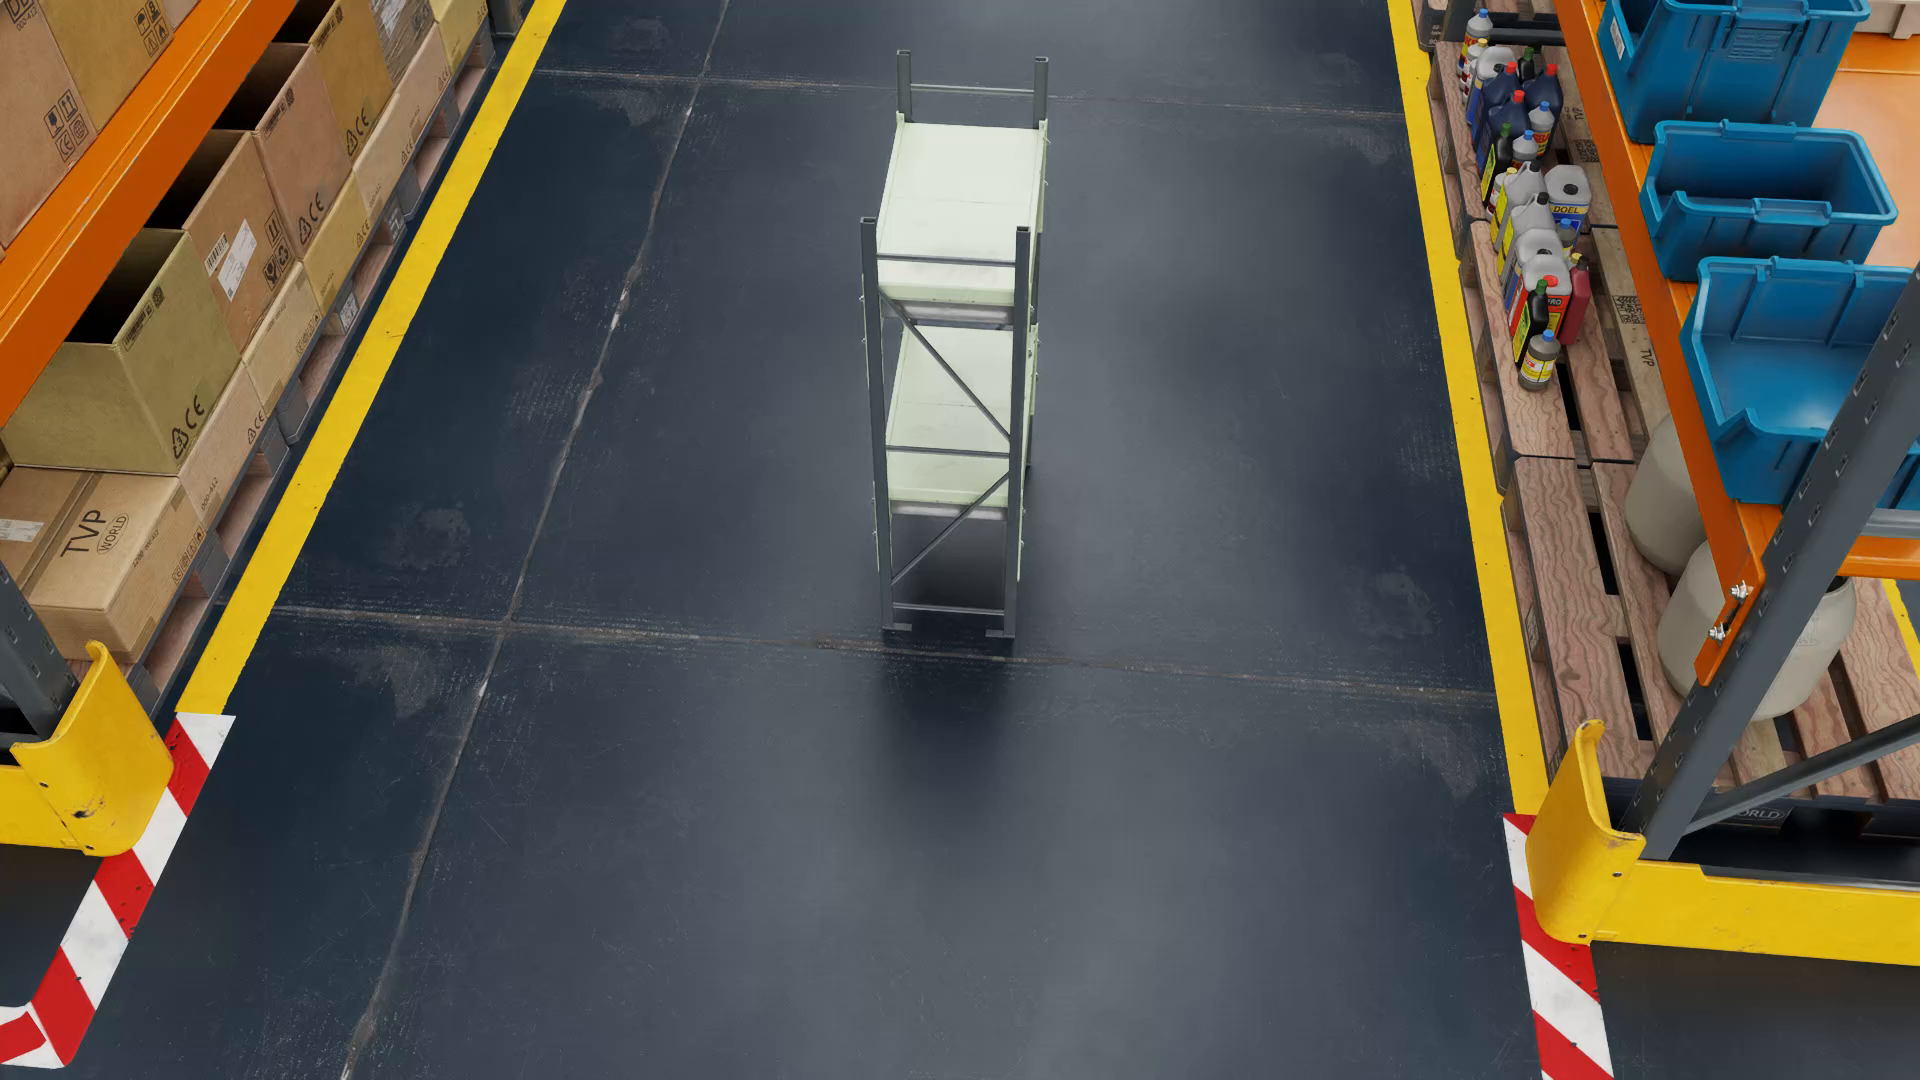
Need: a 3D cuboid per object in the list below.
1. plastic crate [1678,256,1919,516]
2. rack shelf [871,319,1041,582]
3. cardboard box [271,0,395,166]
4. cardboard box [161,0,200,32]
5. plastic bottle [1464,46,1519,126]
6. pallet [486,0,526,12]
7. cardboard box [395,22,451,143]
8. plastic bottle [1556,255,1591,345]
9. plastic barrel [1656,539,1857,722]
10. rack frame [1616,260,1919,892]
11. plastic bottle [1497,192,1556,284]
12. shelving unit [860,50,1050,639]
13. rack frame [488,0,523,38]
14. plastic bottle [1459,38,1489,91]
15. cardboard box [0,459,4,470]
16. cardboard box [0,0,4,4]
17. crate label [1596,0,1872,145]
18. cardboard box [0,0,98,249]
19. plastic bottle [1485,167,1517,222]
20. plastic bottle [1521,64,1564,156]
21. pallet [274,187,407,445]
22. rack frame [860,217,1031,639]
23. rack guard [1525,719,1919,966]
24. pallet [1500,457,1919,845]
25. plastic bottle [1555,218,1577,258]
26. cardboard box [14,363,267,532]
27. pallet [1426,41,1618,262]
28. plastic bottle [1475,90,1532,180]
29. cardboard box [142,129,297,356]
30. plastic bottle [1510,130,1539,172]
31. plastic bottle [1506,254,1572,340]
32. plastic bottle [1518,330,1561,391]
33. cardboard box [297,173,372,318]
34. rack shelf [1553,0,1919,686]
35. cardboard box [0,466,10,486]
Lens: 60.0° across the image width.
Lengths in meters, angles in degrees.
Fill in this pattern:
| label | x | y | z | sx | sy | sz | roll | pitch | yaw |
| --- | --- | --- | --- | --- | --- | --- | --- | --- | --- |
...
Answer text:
| label | x | y | z | sx | sy | sz | roll | pitch | yaw |
| --- | --- | --- | --- | --- | --- | --- | --- | --- | --- |
| plastic crate | 1.886 | -0.343 | 3.631 | 0.499 | 0.251 | 0.616 | 4 | 48 | 4 |
| rack shelf | -0.001 | -0.281 | 4.933 | 0.431 | 0.370 | 0.720 | 4 | 48 | 4 |
| cardboard box | -2.353 | -1.657 | 5.804 | 0.500 | 0.500 | 0.500 | 4 | 48 | 4 |
| cardboard box | -2.600 | -1.855 | 4.846 | 0.700 | 0.500 | 0.500 | 5 | 48 | 5 |
| plastic bottle | 2.036 | -1.729 | 6.347 | 0.152 | 0.276 | 0.135 | 5 | 48 | 5 |
| pallet | -2.401 | -2.883 | 7.744 | 1.003 | 0.211 | 1.213 | 4 | 48 | 4 |
| cardboard box | -2.309 | -1.772 | 6.416 | 0.500 | 0.250 | 0.500 | 4 | 48 | 4 |
| plastic bottle | 2.026 | -0.792 | 5.485 | 0.061 | 0.283 | 0.133 | 4 | 48 | 4 |
| plastic barrel | 2.123 | 0.204 | 4.432 | 0.421 | 0.512 | 0.421 | 0 | 48 | 0 |
| rack frame | 2.139 | -0.005 | 3.222 | 1.000 | 3.000 | 0.127 | 4 | 48 | 4 |
| plastic bottle | 1.944 | -1.046 | 5.671 | 0.144 | 0.351 | 0.185 | 6 | 48 | 5 |
| shelving unit | -0.001 | -0.501 | 4.692 | 0.431 | 1.500 | 0.755 | 4 | 48 | 4 |
| rack frame | -2.429 | -3.280 | 6.217 | 1.000 | 3.000 | 0.127 | 4 | 48 | 4 |
| plastic bottle | 2.028 | -1.869 | 6.525 | 0.097 | 0.201 | 0.097 | 0 | 48 | 0 |
| cardboard box | -3.041 | -0.222 | 4.491 | 0.500 | 0.500 | 0.500 | 4 | 48 | 4 |
| cardboard box | -2.473 | -1.430 | 4.018 | 0.380 | 0.149 | 0.250 | 3 | 48 | 3 |
| crate label | 2.037 | -1.388 | 4.462 | 0.502 | 0.435 | 0.616 | 4 | 48 | 4 |
| cardboard box | -2.695 | -1.103 | 4.158 | 0.700 | 0.500 | 0.500 | 5 | 48 | 5 |
| plastic bottle | 1.950 | -1.238 | 5.948 | 0.097 | 0.201 | 0.097 | 0 | 48 | 0 |
| plastic bottle | 2.160 | -1.624 | 6.199 | 0.144 | 0.351 | 0.185 | 4 | 48 | 4 |
| pallet | -2.652 | -0.859 | 5.892 | 1.003 | 0.211 | 1.213 | 4 | 48 | 4 |
| rack frame | -0.034 | -0.232 | 4.446 | 0.400 | 1.500 | 0.023 | 4 | 48 | 4 |
| rack guard | 2.099 | 0.780 | 4.198 | 1.175 | 0.500 | 0.348 | 4 | 48 | 4 |
| pallet | 2.178 | 0.280 | 4.850 | 1.003 | 0.211 | 1.213 | 4 | 48 | 4 |
| plastic bottle | 2.068 | -1.019 | 5.748 | 0.097 | 0.201 | 0.097 | 0 | 48 | 0 |
| cardboard box | -2.481 | -0.301 | 5.072 | 0.500 | 0.250 | 0.500 | 4 | 48 | 4 |
| pallet | 2.401 | -1.513 | 6.490 | 1.003 | 0.211 | 1.213 | 4 | 48 | 4 |
| plastic bottle | 1.999 | -1.495 | 6.081 | 0.144 | 0.351 | 0.185 | 2 | 48 | 2 |
| cardboard box | -2.447 | -0.923 | 5.132 | 0.500 | 0.500 | 0.500 | 4 | 48 | 4 |
| plastic bottle | 2.023 | -1.357 | 6.010 | 0.097 | 0.271 | 0.097 | 0 | 48 | 0 |
| plastic bottle | 1.920 | -0.797 | 5.494 | 0.152 | 0.276 | 0.135 | 4 | 48 | 4 |
| plastic bottle | 1.870 | -0.588 | 5.353 | 0.097 | 0.201 | 0.097 | 0 | 48 | 0 |
| cardboard box | -2.385 | -1.036 | 5.743 | 0.500 | 0.250 | 0.500 | 4 | 48 | 4 |
| rack shelf | 2.321 | -1.232 | 4.831 | 1.077 | 0.370 | 4.000 | 4 | 48 | 4 |
| cardboard box | -3.039 | 0.031 | 4.767 | 0.500 | 0.250 | 0.500 | 4 | 48 | 4 |
